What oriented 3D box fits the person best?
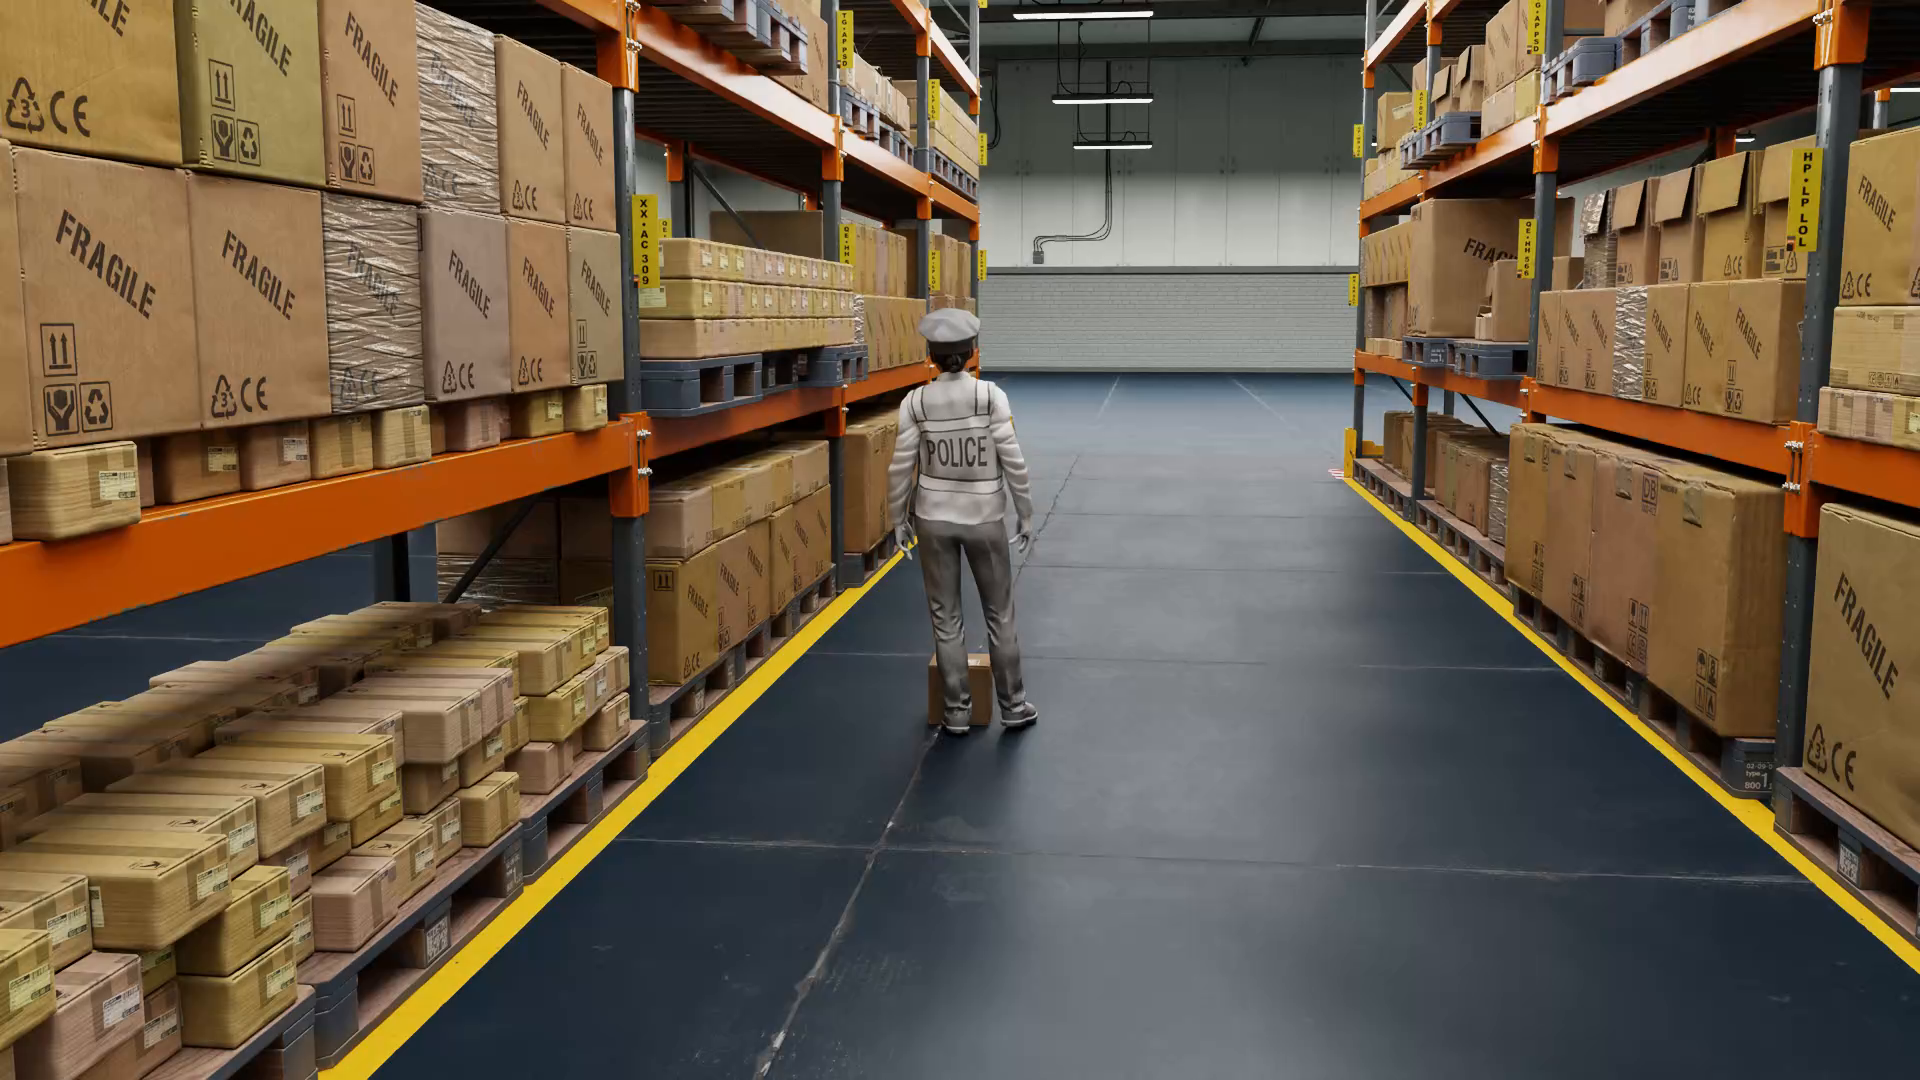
[{"bbox_3d":[0.011,-0.073,6.650,0.588,1.696,0.532,1,8,6],"label":"person"}]
